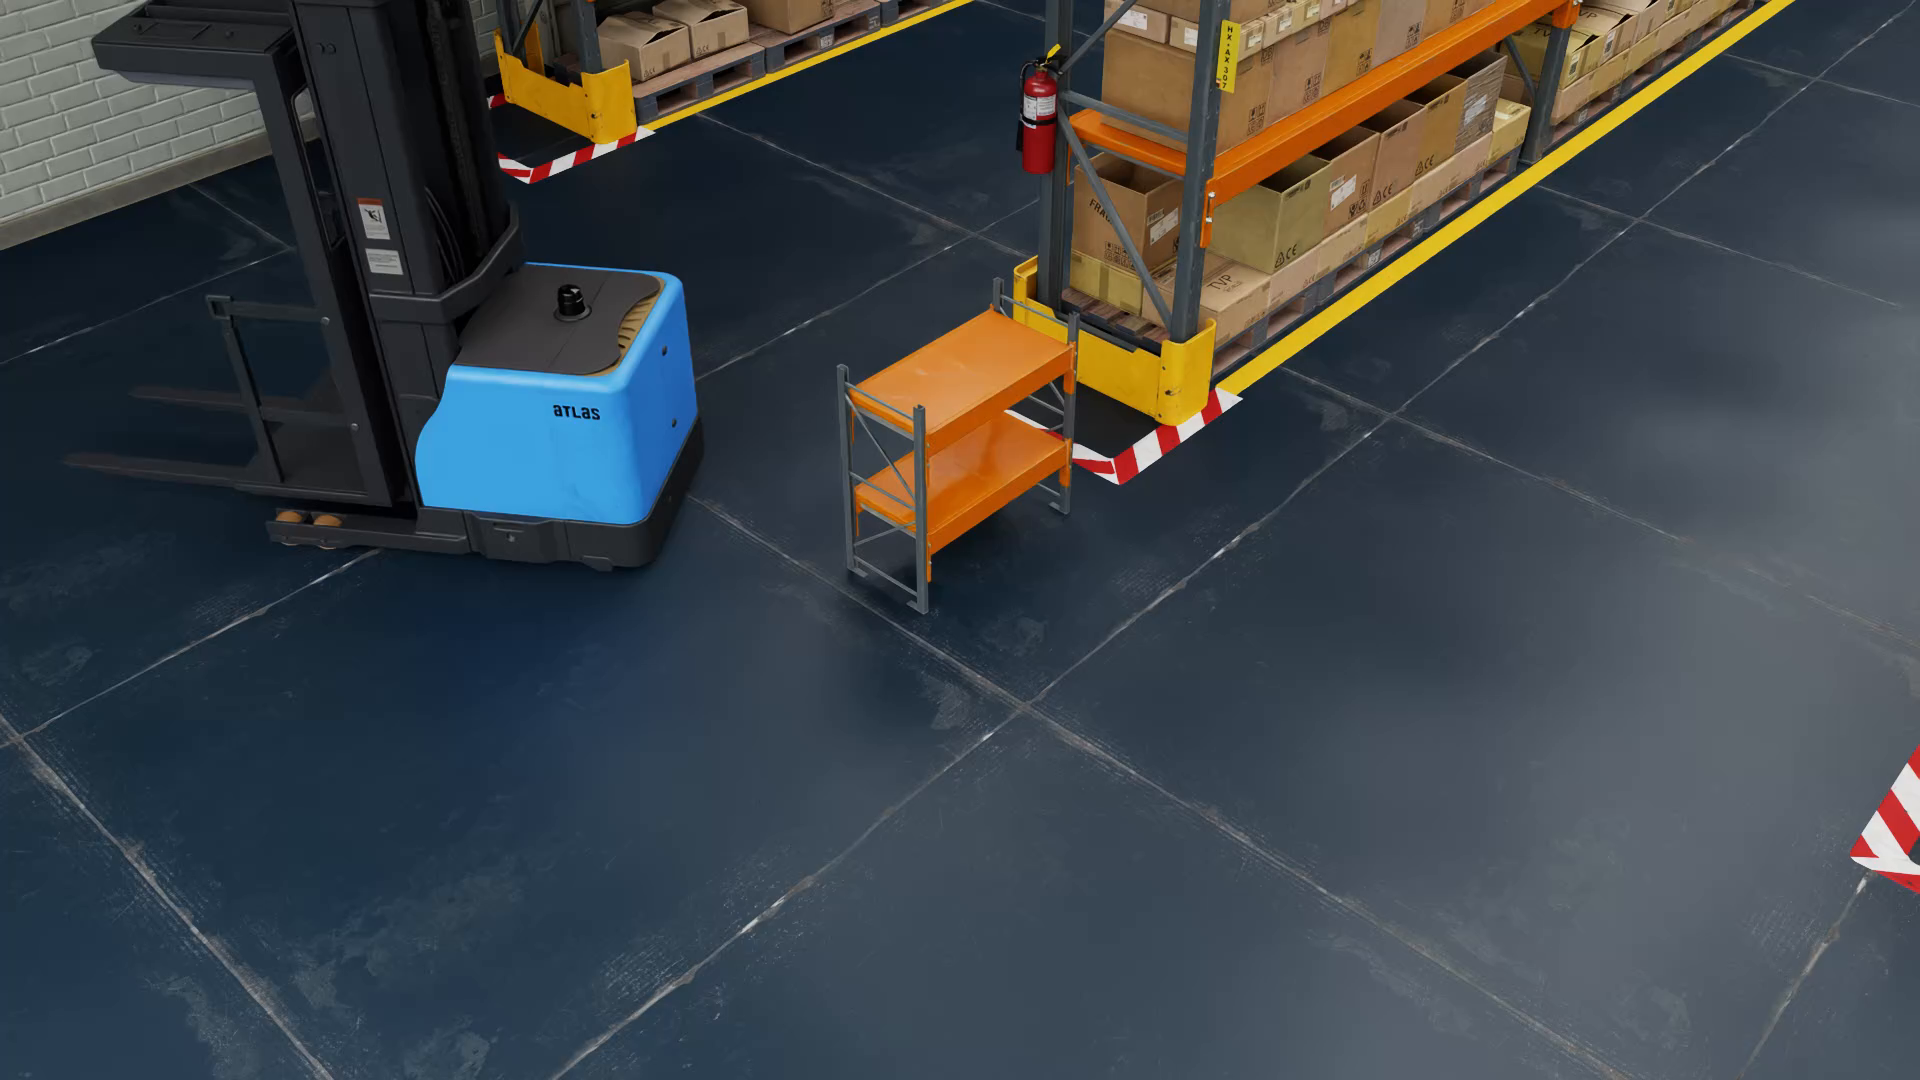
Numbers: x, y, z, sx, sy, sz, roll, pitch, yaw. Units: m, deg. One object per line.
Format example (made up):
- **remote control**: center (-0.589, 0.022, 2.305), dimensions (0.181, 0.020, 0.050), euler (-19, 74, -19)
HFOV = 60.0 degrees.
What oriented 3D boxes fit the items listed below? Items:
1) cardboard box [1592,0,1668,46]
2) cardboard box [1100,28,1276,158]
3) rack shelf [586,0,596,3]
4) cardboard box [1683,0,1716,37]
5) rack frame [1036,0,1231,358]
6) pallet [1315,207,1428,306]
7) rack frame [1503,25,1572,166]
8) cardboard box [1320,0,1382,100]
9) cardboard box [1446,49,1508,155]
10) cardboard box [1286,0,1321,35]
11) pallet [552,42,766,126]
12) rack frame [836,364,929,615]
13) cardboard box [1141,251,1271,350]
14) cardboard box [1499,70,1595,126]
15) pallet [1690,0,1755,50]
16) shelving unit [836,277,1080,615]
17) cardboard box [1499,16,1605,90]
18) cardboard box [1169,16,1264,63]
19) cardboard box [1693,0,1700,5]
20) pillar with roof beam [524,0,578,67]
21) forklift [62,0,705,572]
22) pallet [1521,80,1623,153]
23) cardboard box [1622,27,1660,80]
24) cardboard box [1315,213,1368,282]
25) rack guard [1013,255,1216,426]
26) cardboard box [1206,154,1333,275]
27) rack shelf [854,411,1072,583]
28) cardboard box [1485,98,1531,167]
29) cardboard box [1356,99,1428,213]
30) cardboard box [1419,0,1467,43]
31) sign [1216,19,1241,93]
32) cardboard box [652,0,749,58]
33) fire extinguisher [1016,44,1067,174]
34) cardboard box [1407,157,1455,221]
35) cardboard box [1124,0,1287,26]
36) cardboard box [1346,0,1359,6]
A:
- **cardboard box**: center (4.681, -3.792, 11.813), dimensions (0.500, 0.311, 0.500), euler (28, 46, 31)
- **cardboard box**: center (1.155, -2.343, 8.490), dimensions (0.700, 0.500, 0.500), euler (30, 47, 32)
- **rack shelf**: center (-1.480, -4.810, 12.251), dimensions (1.077, 0.370, 4.000), euler (30, 47, 32)
- **cardboard box**: center (5.366, -4.046, 12.584), dimensions (0.500, 0.250, 0.500), euler (31, 48, 33)
- **rack frame**: center (0.830, -2.095, 8.258), dimensions (1.000, 3.000, 0.127), euler (30, 47, 32)
- **pallet**: center (2.138, -1.930, 10.291), dimensions (1.003, 0.211, 1.213), euler (30, 47, 32)
- **rack frame**: center (3.529, -3.933, 10.569), dimensions (1.000, 3.000, 0.127), euler (30, 47, 32)
- **cardboard box**: center (1.845, -2.812, 9.080), dimensions (0.700, 0.500, 0.500), euler (30, 47, 32)
- **cardboard box**: center (3.031, -2.785, 10.395), dimensions (0.500, 0.500, 0.500), euler (30, 47, 32)
- **cardboard box**: center (1.599, -2.714, 8.435), dimensions (0.380, 0.149, 0.250), euler (30, 47, 32)
- **pallet**: center (-2.203, -3.475, 12.234), dimensions (1.003, 0.211, 1.213), euler (30, 47, 32)
- **rack frame**: center (-0.338, -0.210, 7.394), dimensions (0.500, 1.125, 0.032), euler (30, 47, 32)
- **cardboard box**: center (1.356, -1.336, 9.175), dimensions (0.500, 0.250, 0.500), euler (30, 47, 32)
- **cardboard box**: center (3.984, -3.102, 11.396), dimensions (0.500, 0.250, 0.500), euler (28, 47, 31)
- **pallet**: center (5.643, -4.317, 13.293), dimensions (1.003, 0.211, 1.213), euler (30, 47, 32)
- **shelving unit**: center (0.005, -0.443, 7.687), dimensions (0.538, 1.125, 1.048), euler (30, 47, 32)
- **cardboard box**: center (3.991, -3.325, 11.227), dimensions (0.500, 0.311, 0.500), euler (30, 47, 32)
- **cardboard box**: center (1.254, -2.478, 8.138), dimensions (0.380, 0.149, 0.250), euler (29, 47, 32)
- **cardboard box**: center (5.367, -4.262, 12.404), dimensions (0.500, 0.311, 0.500), euler (29, 47, 32)
- **pillar with roof beam**: center (0.183, -5.398, 7.592), dimensions (9.100, 9.000, 0.400), euler (30, 47, 32)
- **forklift**: center (-2.864, -1.420, 7.464), dimensions (3.031, 2.935, 1.130), euler (5, 39, 7)
- **pallet**: center (3.997, -3.196, 11.883), dimensions (1.003, 0.211, 1.213), euler (30, 47, 32)
- **cardboard box**: center (4.677, -3.575, 11.992), dimensions (0.500, 0.250, 0.500), euler (28, 46, 31)
- **cardboard box**: center (2.028, -1.797, 9.755), dimensions (0.500, 0.250, 0.500), euler (30, 47, 32)
- **rack guard**: center (0.814, -1.105, 9.022), dimensions (1.175, 0.500, 0.348), euler (30, 47, 32)
- **cardboard box**: center (1.692, -1.860, 9.232), dimensions (0.500, 0.500, 0.500), euler (30, 47, 32)
- **rack shelf**: center (0.005, -0.252, 7.840), dimensions (0.538, 0.278, 1.000), euler (30, 47, 32)
- **cardboard box**: center (3.377, -2.716, 10.911), dimensions (0.500, 0.250, 0.500), euler (30, 47, 32)
- **cardboard box**: center (2.370, -2.318, 9.807), dimensions (0.500, 0.500, 0.500), euler (30, 47, 32)
- **cardboard box**: center (2.542, -3.291, 9.682), dimensions (0.700, 0.500, 0.500), euler (30, 48, 32)
- **sign**: center (1.236, -2.229, 7.667), dimensions (0.100, 0.325, 0.005), euler (30, 47, 32)
- **cardboard box**: center (-1.911, -3.835, 12.253), dimensions (0.500, 0.311, 0.500), euler (-30, 47, -32)
- **fire extinguisher**: center (0.408, -2.205, 8.459), dimensions (0.296, 0.674, 0.183), euler (30, 47, 32)
- **cardboard box**: center (2.706, -2.254, 10.330), dimensions (0.500, 0.250, 0.500), euler (30, 47, 32)
- **cardboard box**: center (1.190, -2.875, 8.117), dimensions (0.700, 0.500, 0.500), euler (30, 47, 32)
- **cardboard box**: center (1.949, -2.953, 8.735), dimensions (0.380, 0.149, 0.250), euler (28, 46, 31)
